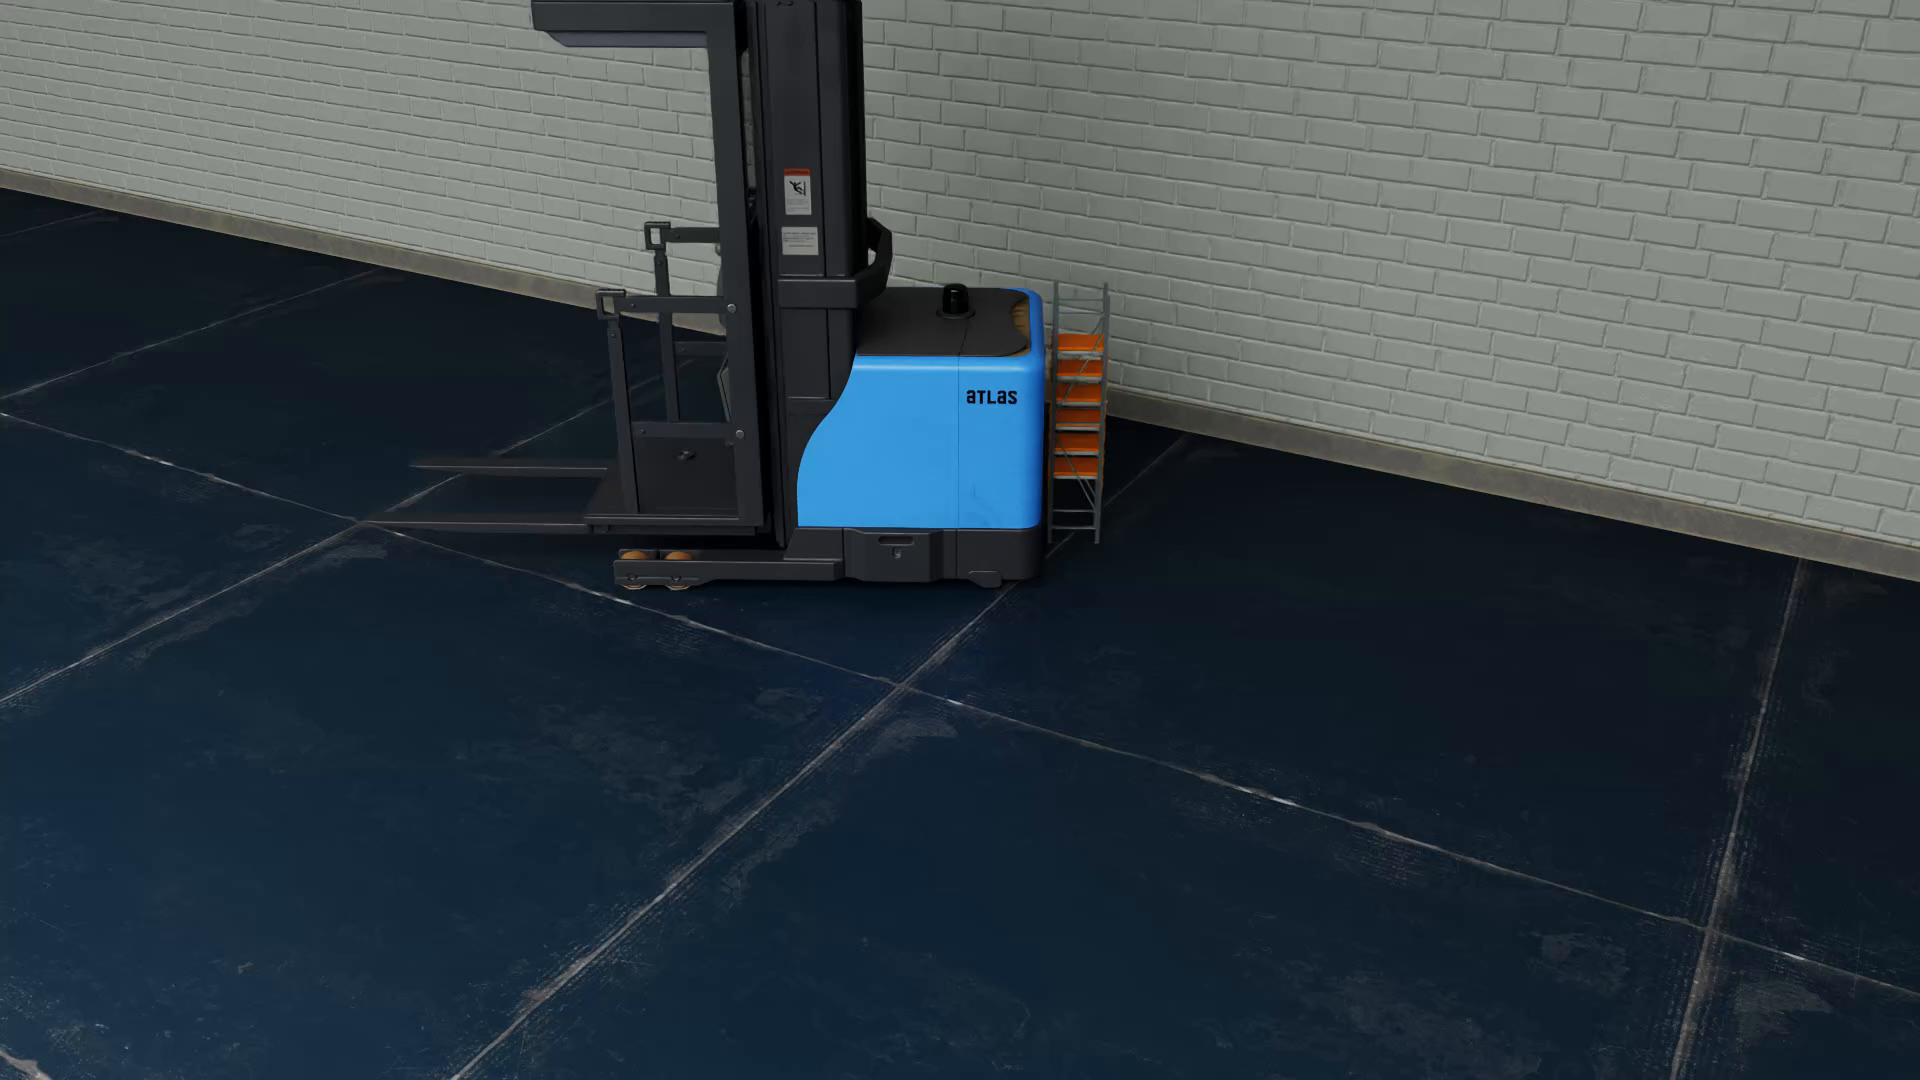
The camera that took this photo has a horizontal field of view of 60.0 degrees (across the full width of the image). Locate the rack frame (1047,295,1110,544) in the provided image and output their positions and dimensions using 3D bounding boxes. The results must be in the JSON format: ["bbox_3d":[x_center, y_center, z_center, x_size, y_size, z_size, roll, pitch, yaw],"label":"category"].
[{"bbox_3d":[0.527,-0.519,7.445,0.240,1.200,0.006,1,27,1],"label":"rack frame"}]

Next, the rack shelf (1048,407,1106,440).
[{"bbox_3d":[0.529,-0.520,7.547,0.258,0.103,0.180,1,27,1],"label":"rack shelf"}]

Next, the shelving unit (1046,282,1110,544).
[{"bbox_3d":[0.529,-0.560,7.527,0.258,1.200,0.189,1,27,1],"label":"shelving unit"}]

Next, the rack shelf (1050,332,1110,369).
[{"bbox_3d":[0.531,-0.842,7.386,0.258,0.103,0.180,1,27,1],"label":"rack shelf"}]

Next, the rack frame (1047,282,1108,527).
[{"bbox_3d":[0.532,-0.601,7.609,0.240,1.200,0.006,1,27,1],"label":"rack frame"}]

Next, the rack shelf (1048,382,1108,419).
[{"bbox_3d":[0.530,-0.628,7.493,0.258,0.103,0.180,1,27,1],"label":"rack shelf"}]

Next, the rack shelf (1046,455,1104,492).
[{"bbox_3d":[0.528,-0.306,7.654,0.258,0.103,0.180,1,27,1],"label":"rack shelf"}]

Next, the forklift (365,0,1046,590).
[{"bbox_3d":[-1.136,-1.325,7.123,3.031,2.935,1.130,1,27,1],"label":"forklift"}]

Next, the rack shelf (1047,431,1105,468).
[{"bbox_3d":[0.529,-0.413,7.601,0.258,0.103,0.180,1,27,1],"label":"rack shelf"}]

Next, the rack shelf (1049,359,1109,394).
[{"bbox_3d":[0.530,-0.735,7.440,0.258,0.103,0.180,1,27,1],"label":"rack shelf"}]
